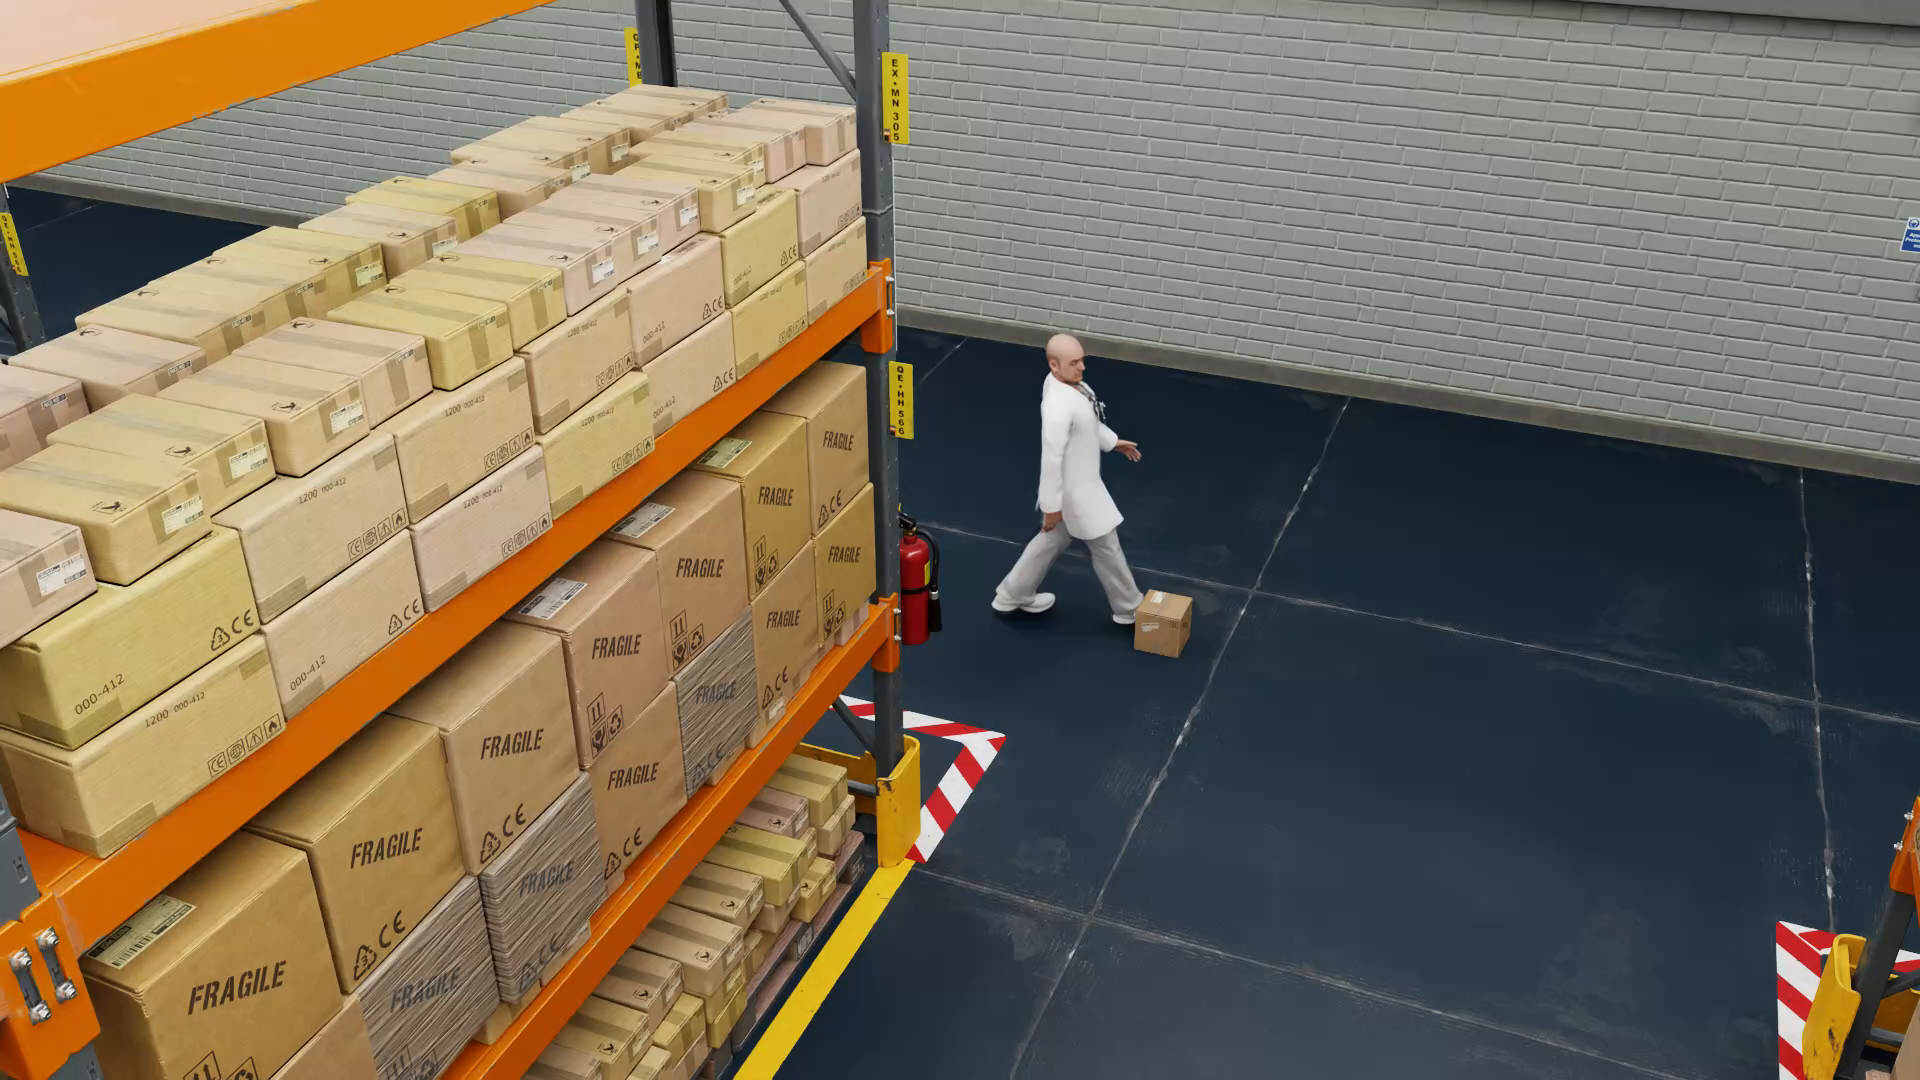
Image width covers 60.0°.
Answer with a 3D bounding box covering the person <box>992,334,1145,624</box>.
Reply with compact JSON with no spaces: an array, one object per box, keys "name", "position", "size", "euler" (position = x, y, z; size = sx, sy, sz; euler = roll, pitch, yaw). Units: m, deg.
[{"name":"person","position":[0.696,-0.315,9.002],"size":[1.033,1.729,0.642],"euler":[1,29,1]}]
